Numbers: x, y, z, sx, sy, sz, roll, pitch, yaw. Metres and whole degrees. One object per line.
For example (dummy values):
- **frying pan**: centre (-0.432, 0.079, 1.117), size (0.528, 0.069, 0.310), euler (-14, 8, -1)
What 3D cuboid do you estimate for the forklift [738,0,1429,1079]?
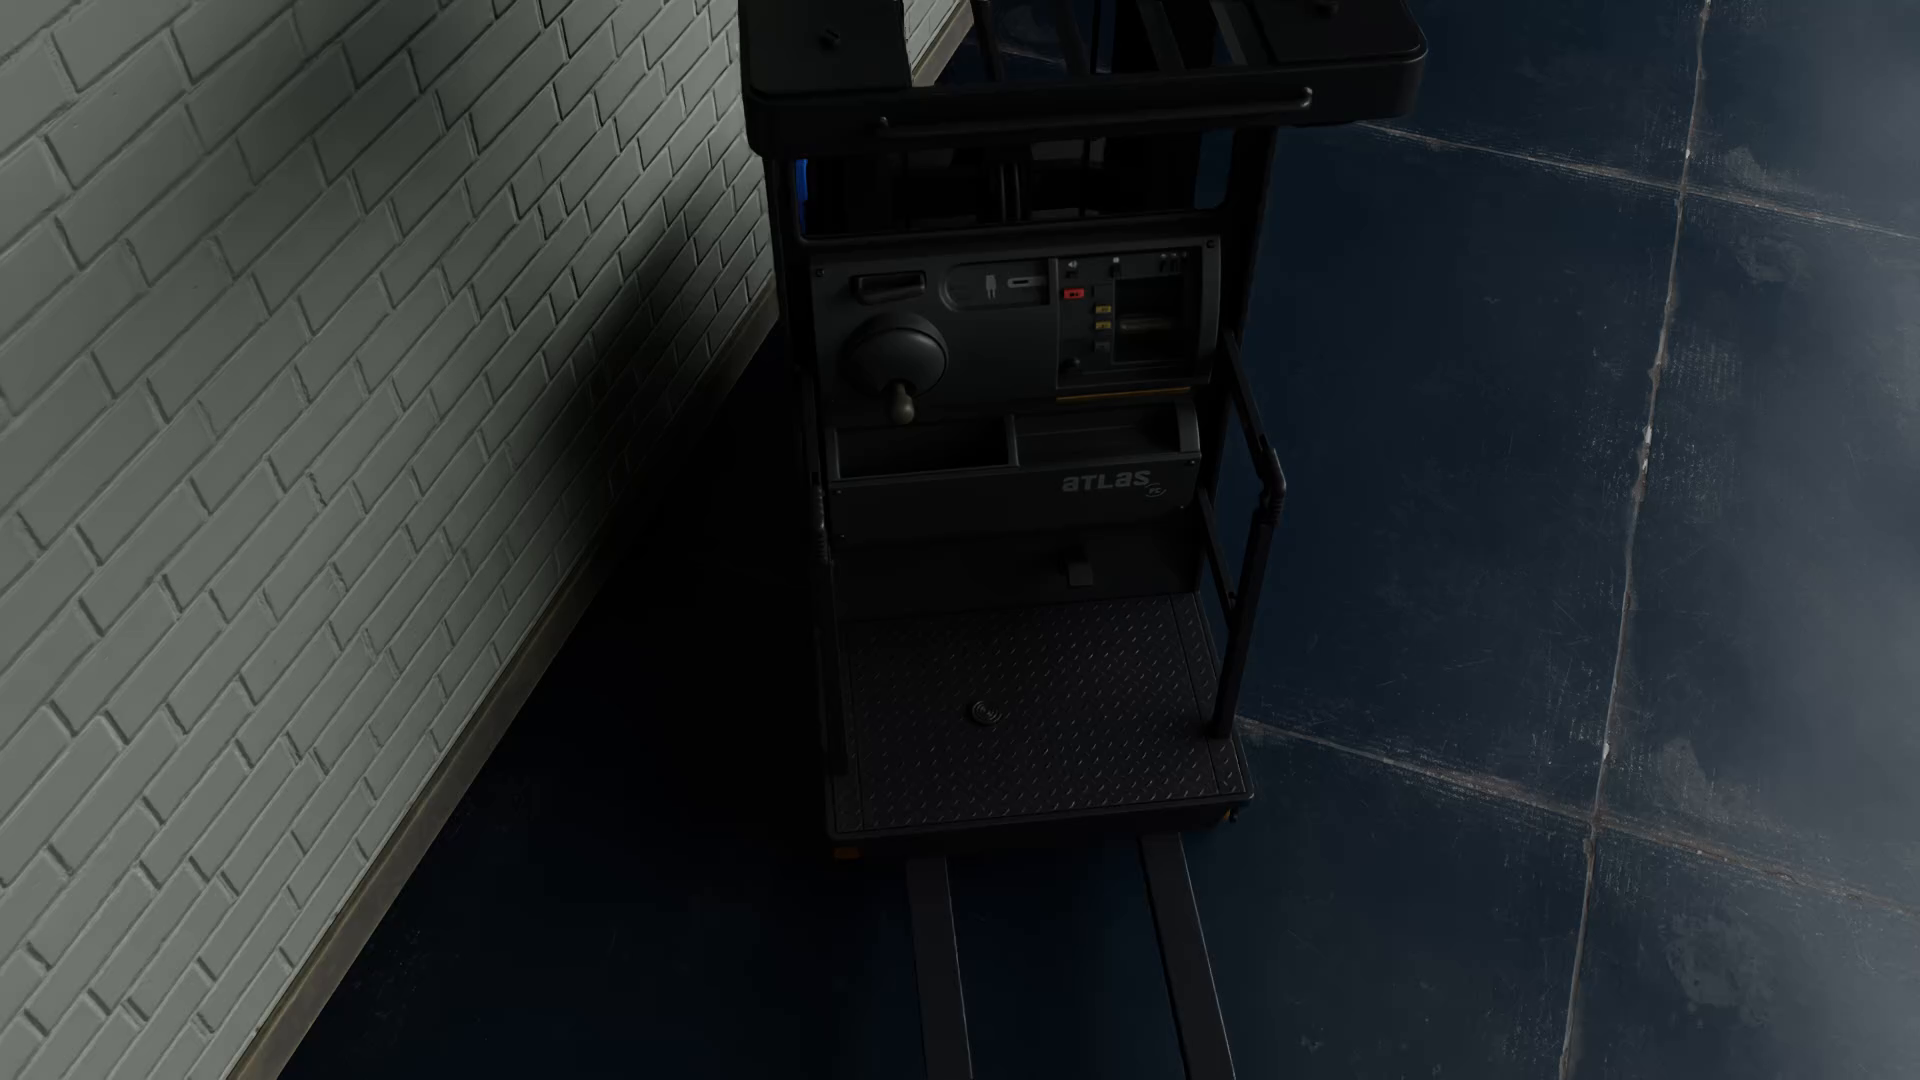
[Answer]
- **forklift**: centre (0.157, -0.383, 3.642), size (1.130, 2.935, 3.031), euler (-5, 49, -4)
